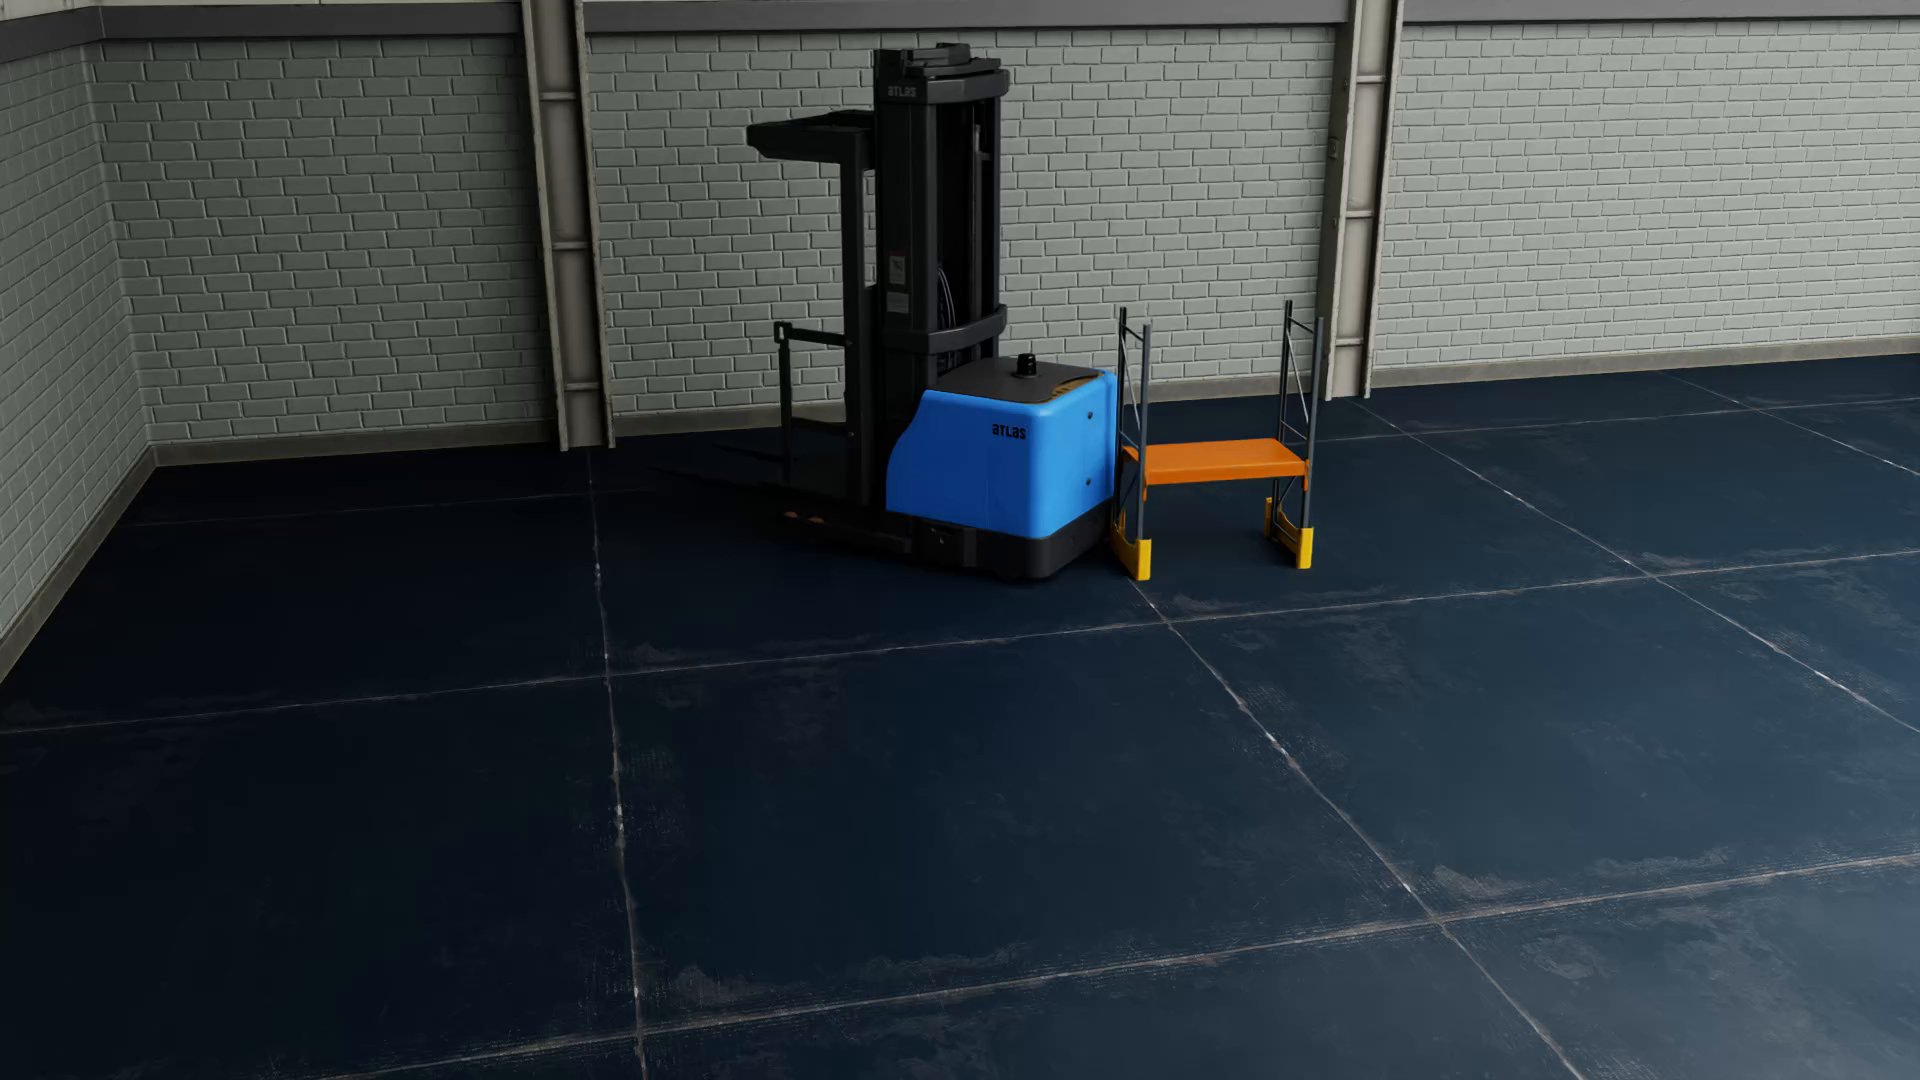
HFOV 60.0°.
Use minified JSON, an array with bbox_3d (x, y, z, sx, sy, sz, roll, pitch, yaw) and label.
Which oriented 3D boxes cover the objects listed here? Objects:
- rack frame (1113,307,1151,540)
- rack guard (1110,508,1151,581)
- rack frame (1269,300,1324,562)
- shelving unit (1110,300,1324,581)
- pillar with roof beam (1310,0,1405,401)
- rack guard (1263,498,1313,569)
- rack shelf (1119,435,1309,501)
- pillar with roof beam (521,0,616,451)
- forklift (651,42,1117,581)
[{"bbox_3d":[0.991,-0.564,9.675,0.032,1.500,0.500,-4,20,-11],"label":"rack frame"},{"bbox_3d":[1.010,0.021,9.894,0.087,0.250,0.587,-4,20,-11],"label":"rack guard"},{"bbox_3d":[1.988,-0.634,9.864,0.032,1.500,0.500,-4,20,-11],"label":"rack frame"},{"bbox_3d":[1.498,-0.600,9.771,1.083,1.500,0.587,-4,20,-11],"label":"shelving unit"},{"bbox_3d":[4.082,-3.971,8.072,0.400,9.000,9.100,-5,21,-12],"label":"pillar with roof beam"},{"bbox_3d":[1.986,-0.047,10.078,0.087,0.250,0.587,-4,20,-11],"label":"rack guard"},{"bbox_3d":[1.489,-0.430,9.831,1.000,0.185,0.538,-4,20,-11],"label":"rack shelf"},{"bbox_3d":[-1.757,-3.496,6.776,0.400,9.000,9.100,-5,21,-12],"label":"pillar with roof beam"},{"bbox_3d":[-0.573,-1.494,10.133,3.031,2.935,1.130,11,23,28],"label":"forklift"}]
